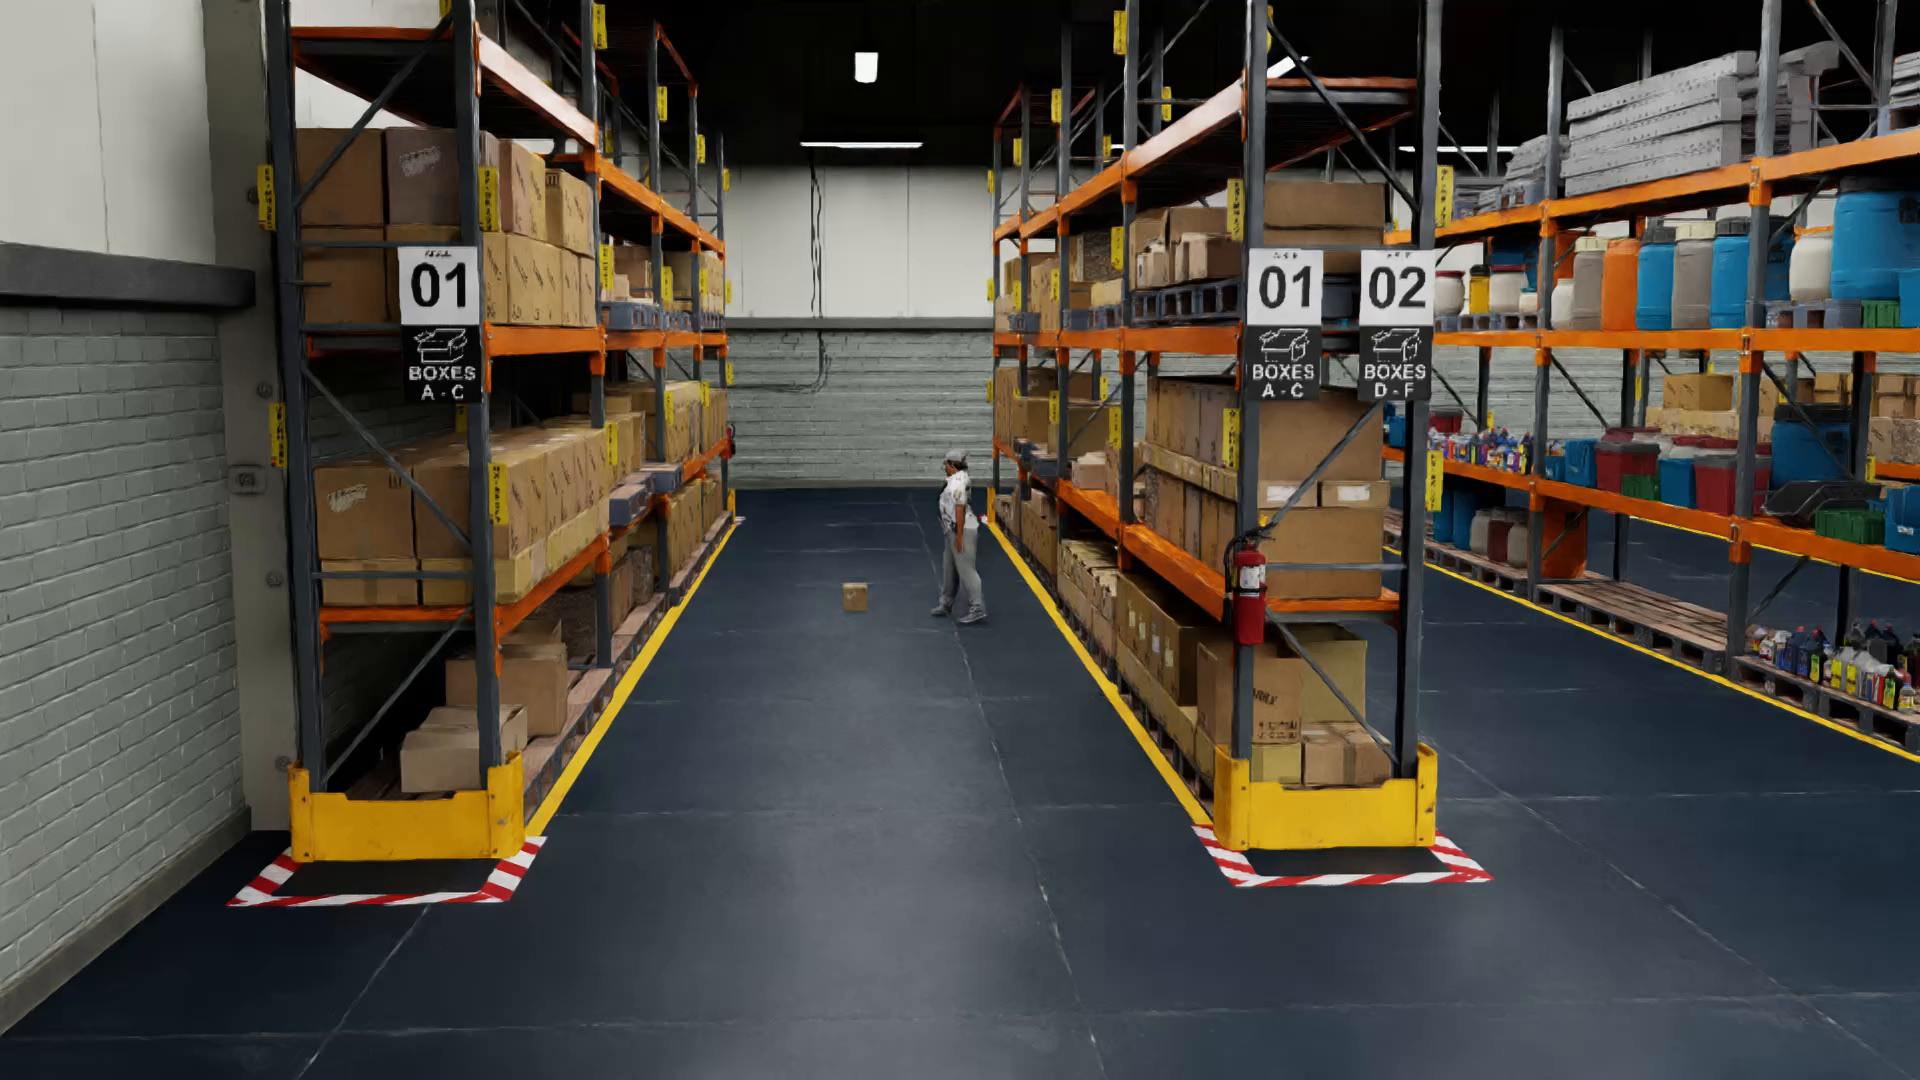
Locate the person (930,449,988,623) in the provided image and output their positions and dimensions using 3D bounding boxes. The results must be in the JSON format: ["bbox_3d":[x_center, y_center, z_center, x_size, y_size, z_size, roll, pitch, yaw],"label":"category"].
[{"bbox_3d":[-0.006,-0.048,16.218,0.580,1.664,0.616,0,7,2],"label":"person"}]
